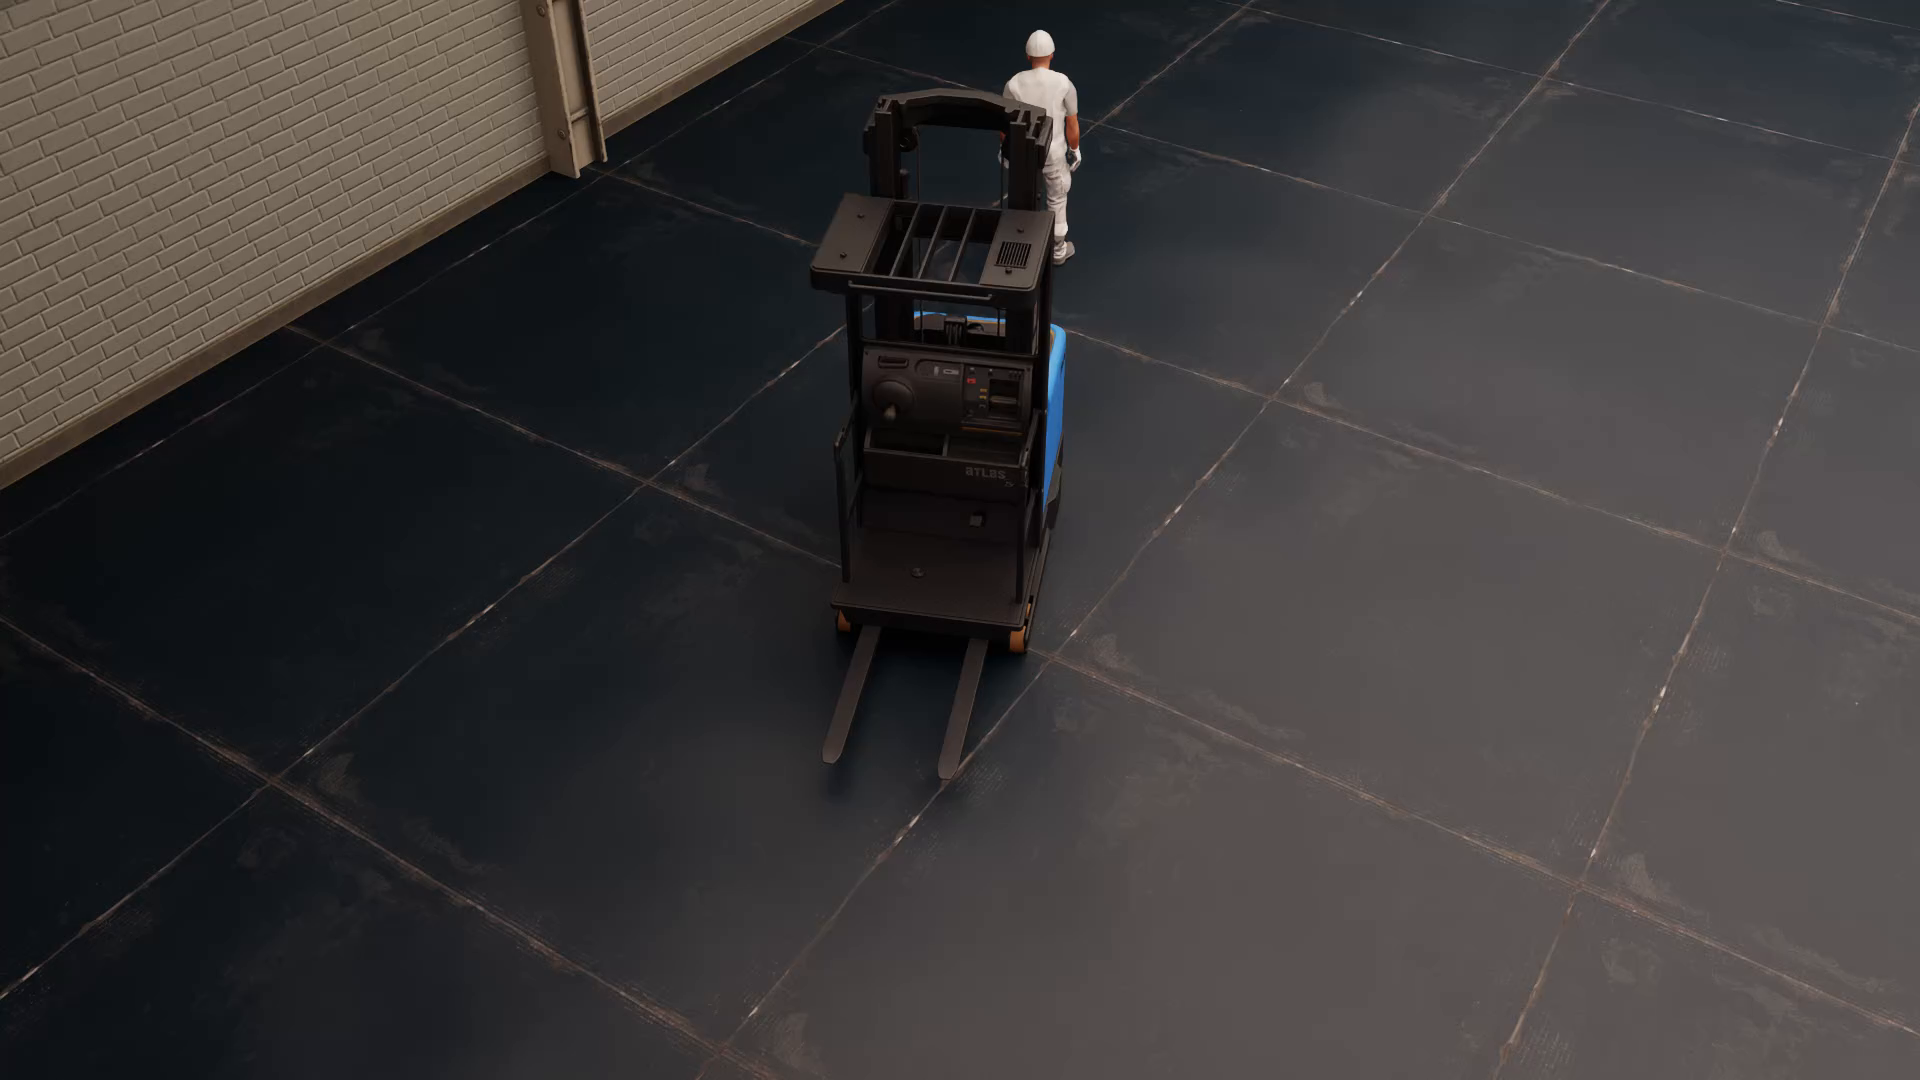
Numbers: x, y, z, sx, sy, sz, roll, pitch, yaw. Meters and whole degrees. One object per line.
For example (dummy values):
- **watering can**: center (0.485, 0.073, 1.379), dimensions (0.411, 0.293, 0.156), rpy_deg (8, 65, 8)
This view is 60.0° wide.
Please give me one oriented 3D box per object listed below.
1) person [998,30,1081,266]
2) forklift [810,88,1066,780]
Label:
- **person**: center (0.586, -2.861, 12.238), dimensions (0.614, 1.778, 0.453), rpy_deg (5, 41, 6)
- **forklift**: center (-0.108, -0.731, 8.830), dimensions (1.130, 2.935, 3.031), rpy_deg (7, 41, 8)
